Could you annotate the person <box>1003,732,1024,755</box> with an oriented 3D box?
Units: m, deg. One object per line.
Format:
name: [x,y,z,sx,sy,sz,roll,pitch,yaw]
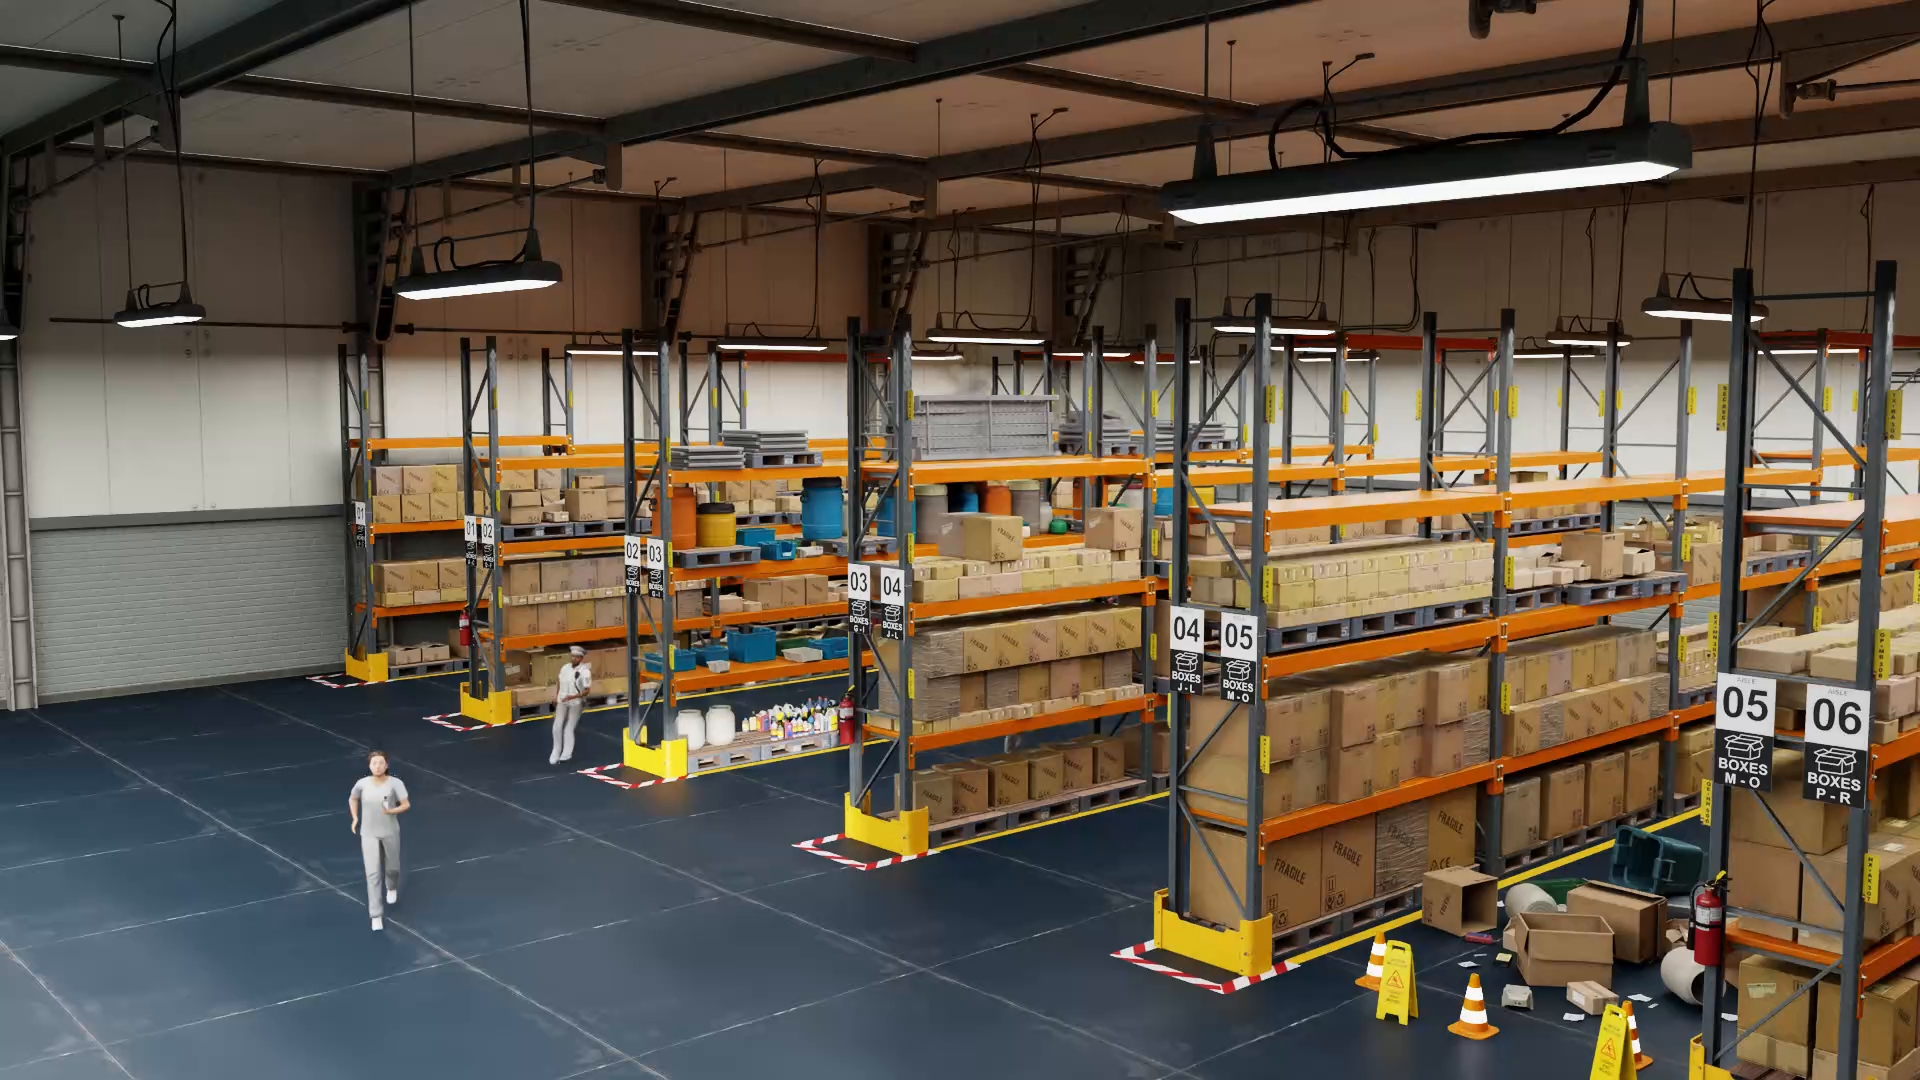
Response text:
person: [0.751,2.237,23.137,0.699,1.737,0.758,3,6,32]

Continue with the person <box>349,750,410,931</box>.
person: [-5.648,2.865,16.195,0.570,1.649,0.964,-2,5,-17]

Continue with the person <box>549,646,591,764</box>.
person: [-5.382,2.271,22.964,0.576,1.633,0.628,0,5,6]
